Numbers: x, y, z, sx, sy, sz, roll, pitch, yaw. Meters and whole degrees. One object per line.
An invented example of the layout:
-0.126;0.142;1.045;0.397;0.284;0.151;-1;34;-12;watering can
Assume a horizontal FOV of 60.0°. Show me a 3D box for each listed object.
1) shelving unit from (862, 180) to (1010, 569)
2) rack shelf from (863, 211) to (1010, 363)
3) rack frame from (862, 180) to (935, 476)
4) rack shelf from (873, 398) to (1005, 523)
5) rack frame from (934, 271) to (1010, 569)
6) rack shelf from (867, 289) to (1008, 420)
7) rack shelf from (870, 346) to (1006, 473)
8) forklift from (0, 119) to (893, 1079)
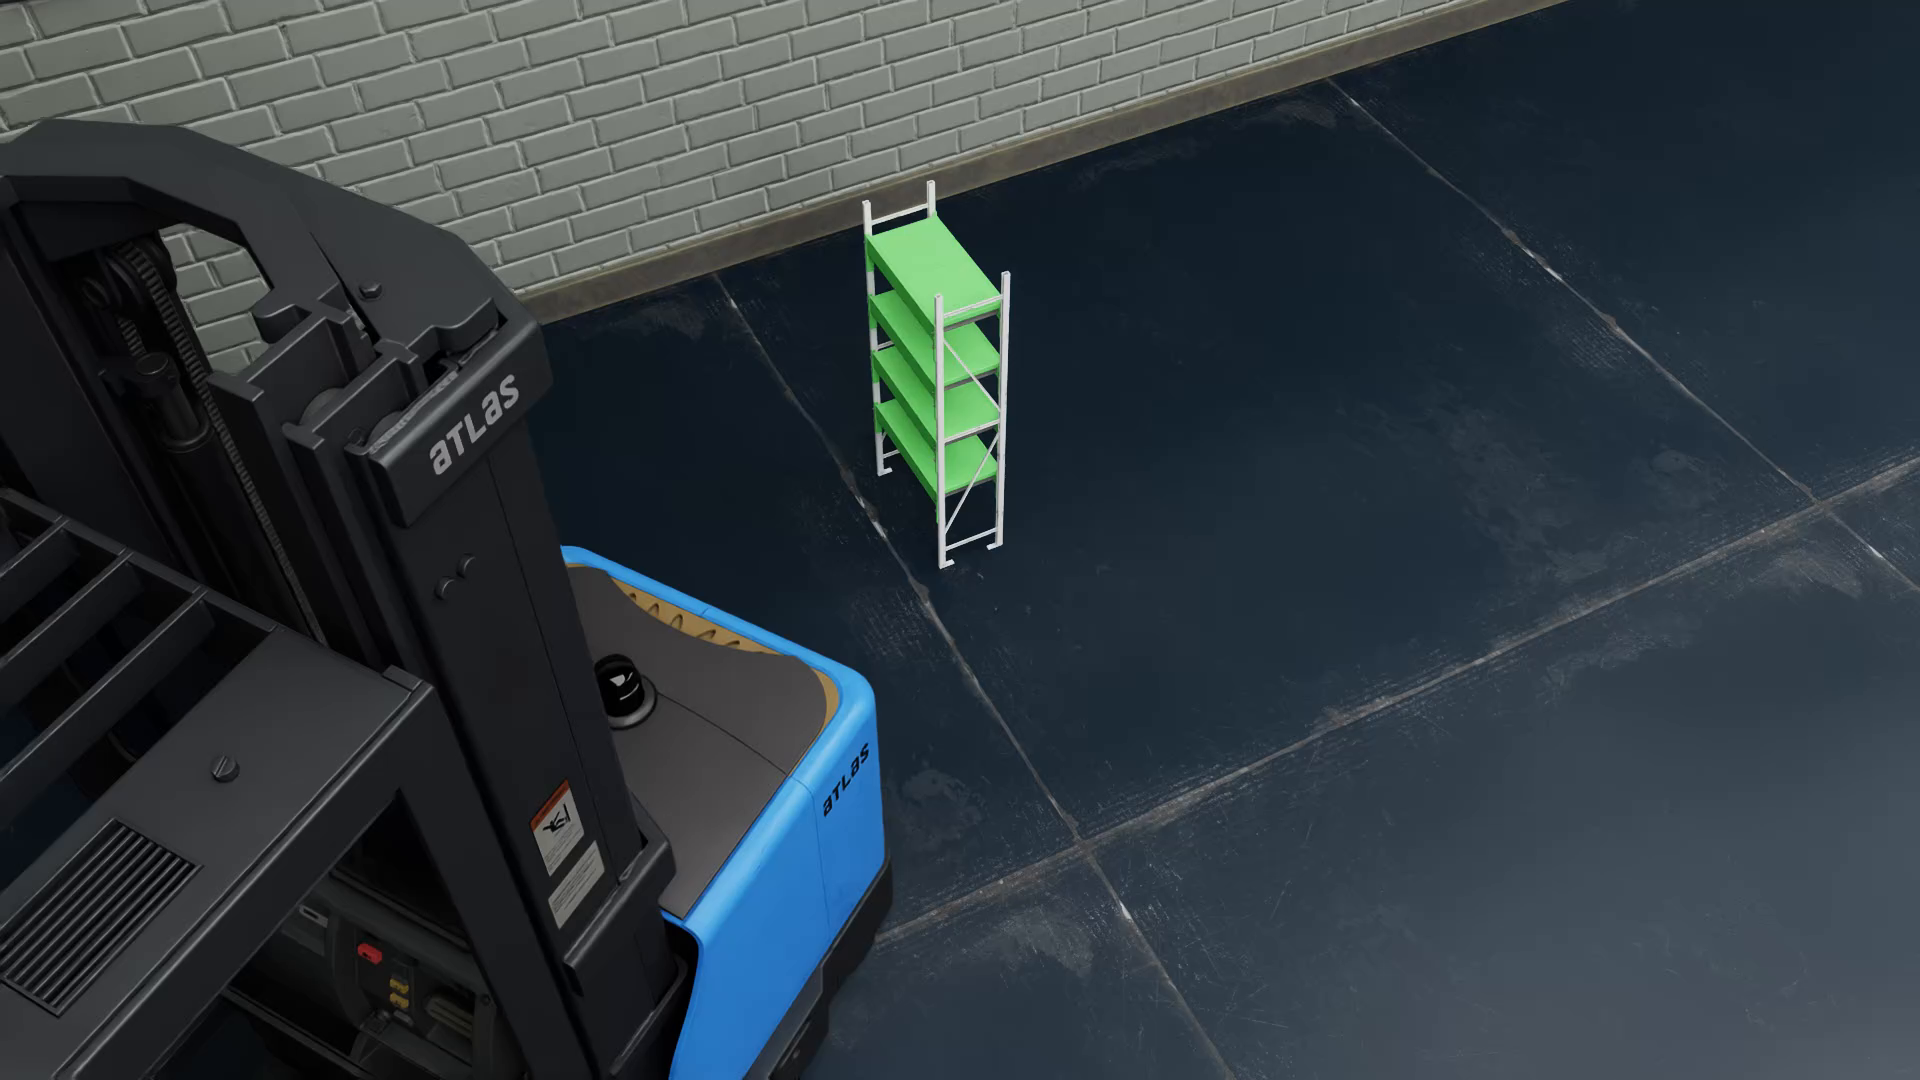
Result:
-0.076;-0.506;5.395;0.258;1.200;0.503;-21;52;-18;shelving unit
-0.076;-0.780;5.082;0.258;0.148;0.480;-21;52;-18;rack shelf
-0.187;-0.669;5.538;0.240;1.200;0.015;-21;52;-18;rack frame
-0.076;-0.306;5.624;0.258;0.148;0.480;-21;52;-18;rack shelf
0.036;-0.342;5.252;0.240;1.200;0.015;-21;52;-18;rack frame
-0.076;-0.622;5.263;0.258;0.148;0.480;-21;52;-18;rack shelf
-0.076;-0.464;5.443;0.258;0.148;0.480;-21;52;-18;rack shelf
-1.339;0.882;3.031;1.130;2.935;3.031;22;52;18;forklift
